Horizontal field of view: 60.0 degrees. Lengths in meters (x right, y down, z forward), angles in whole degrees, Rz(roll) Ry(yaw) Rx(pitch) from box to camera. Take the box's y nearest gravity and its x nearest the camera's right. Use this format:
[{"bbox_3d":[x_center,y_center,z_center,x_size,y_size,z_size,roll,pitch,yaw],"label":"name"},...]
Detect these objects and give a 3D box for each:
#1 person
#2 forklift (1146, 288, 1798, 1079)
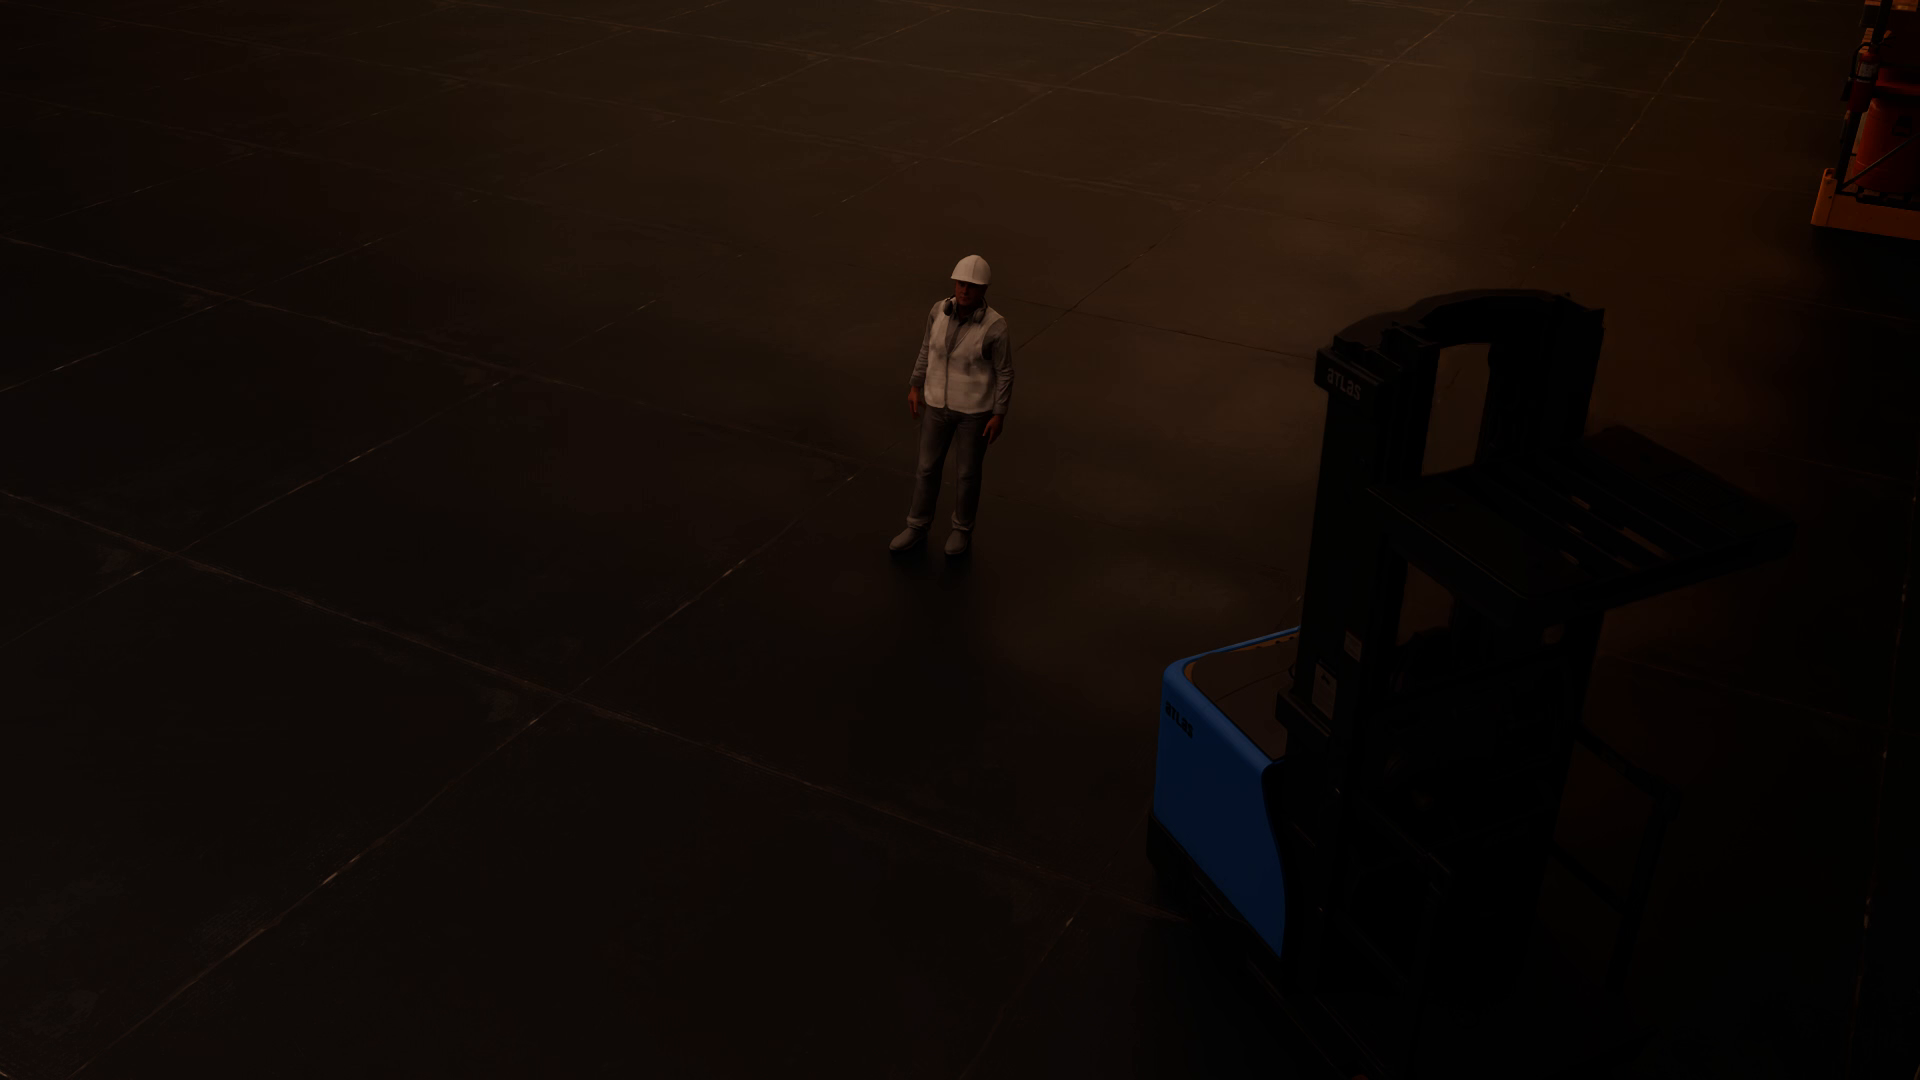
[{"bbox_3d":[-0.037,-0.750,9.512,0.632,1.773,0.568,15,33,25],"label":"person"},{"bbox_3d":[1.914,0.742,5.785,1.130,2.935,3.031,-13,33,-22],"label":"forklift"}]
